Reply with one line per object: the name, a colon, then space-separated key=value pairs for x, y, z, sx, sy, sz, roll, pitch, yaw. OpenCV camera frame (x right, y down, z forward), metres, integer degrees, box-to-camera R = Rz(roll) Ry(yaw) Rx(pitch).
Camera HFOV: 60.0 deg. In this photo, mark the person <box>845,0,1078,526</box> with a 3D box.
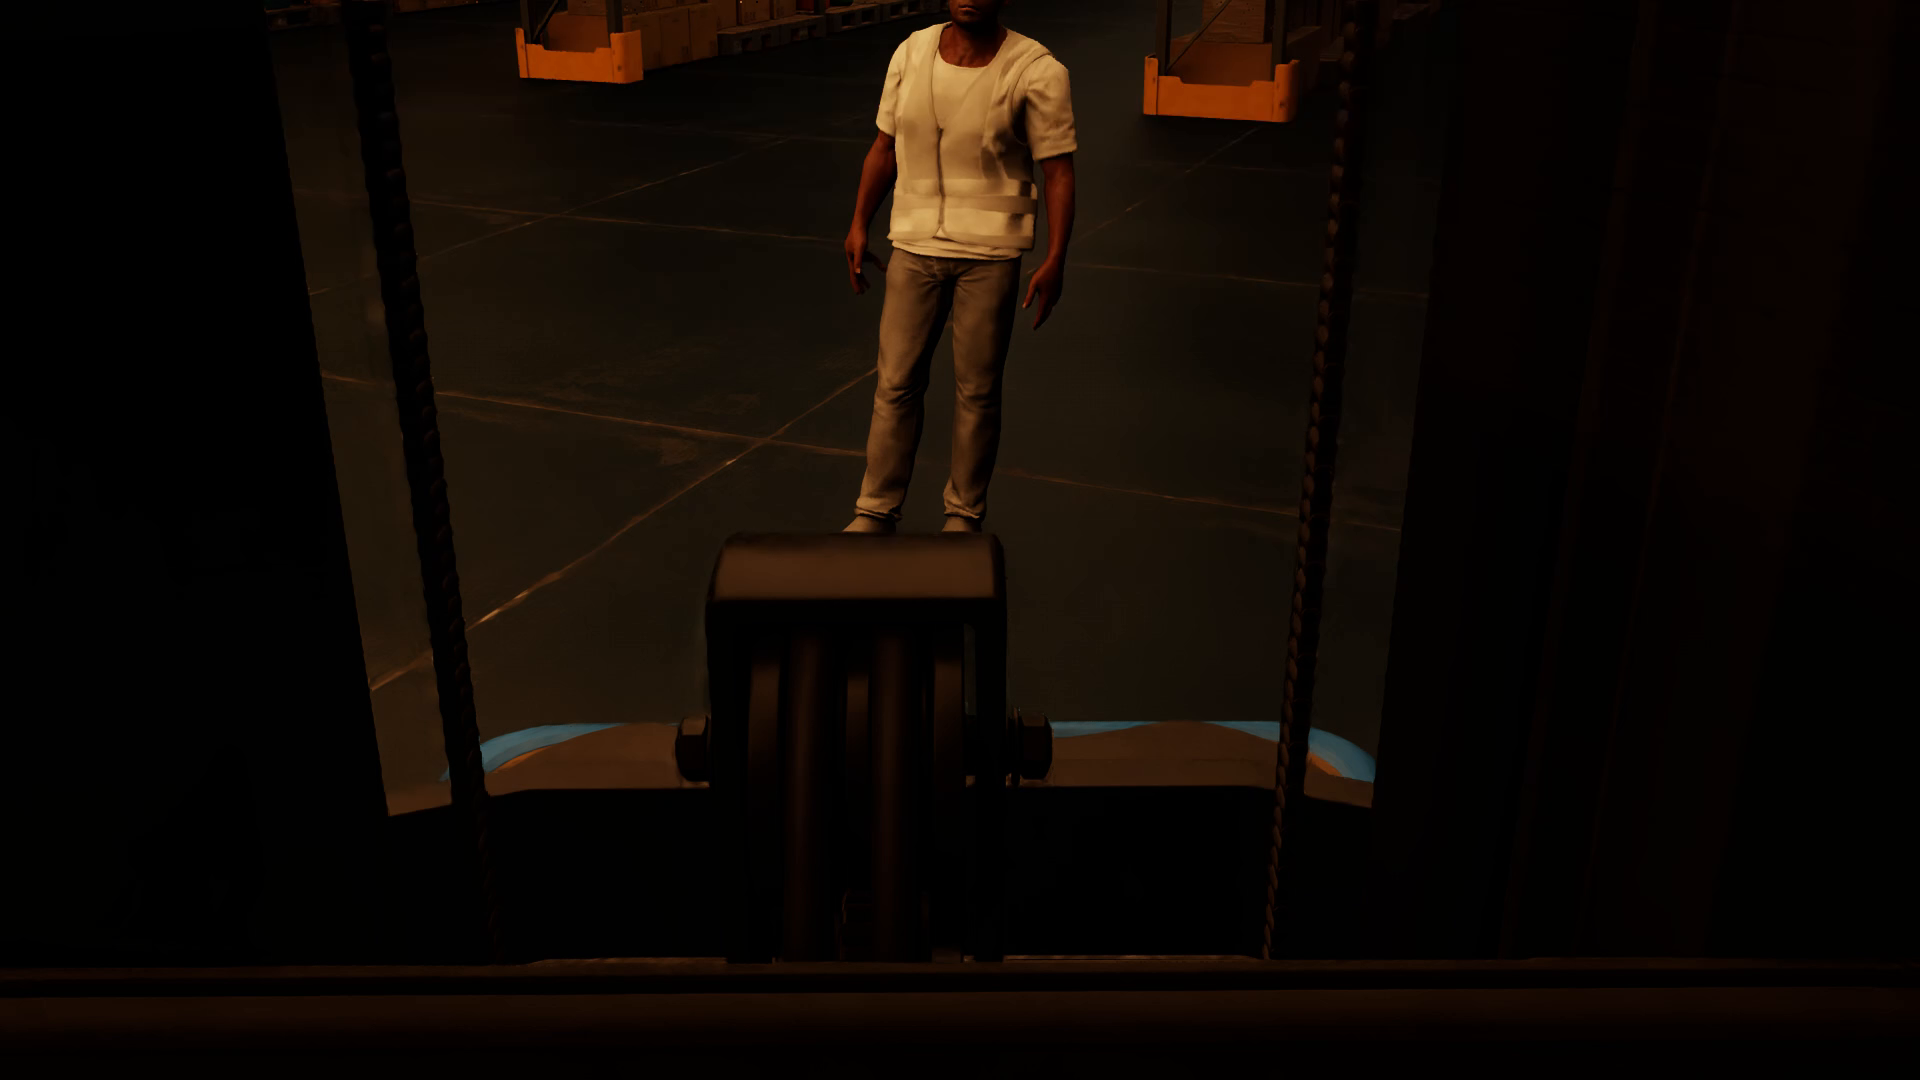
person: x=-0.032 y=-0.798 z=4.692 sx=0.665 sy=1.768 sz=0.575 roll=9 pitch=24 yaw=21
